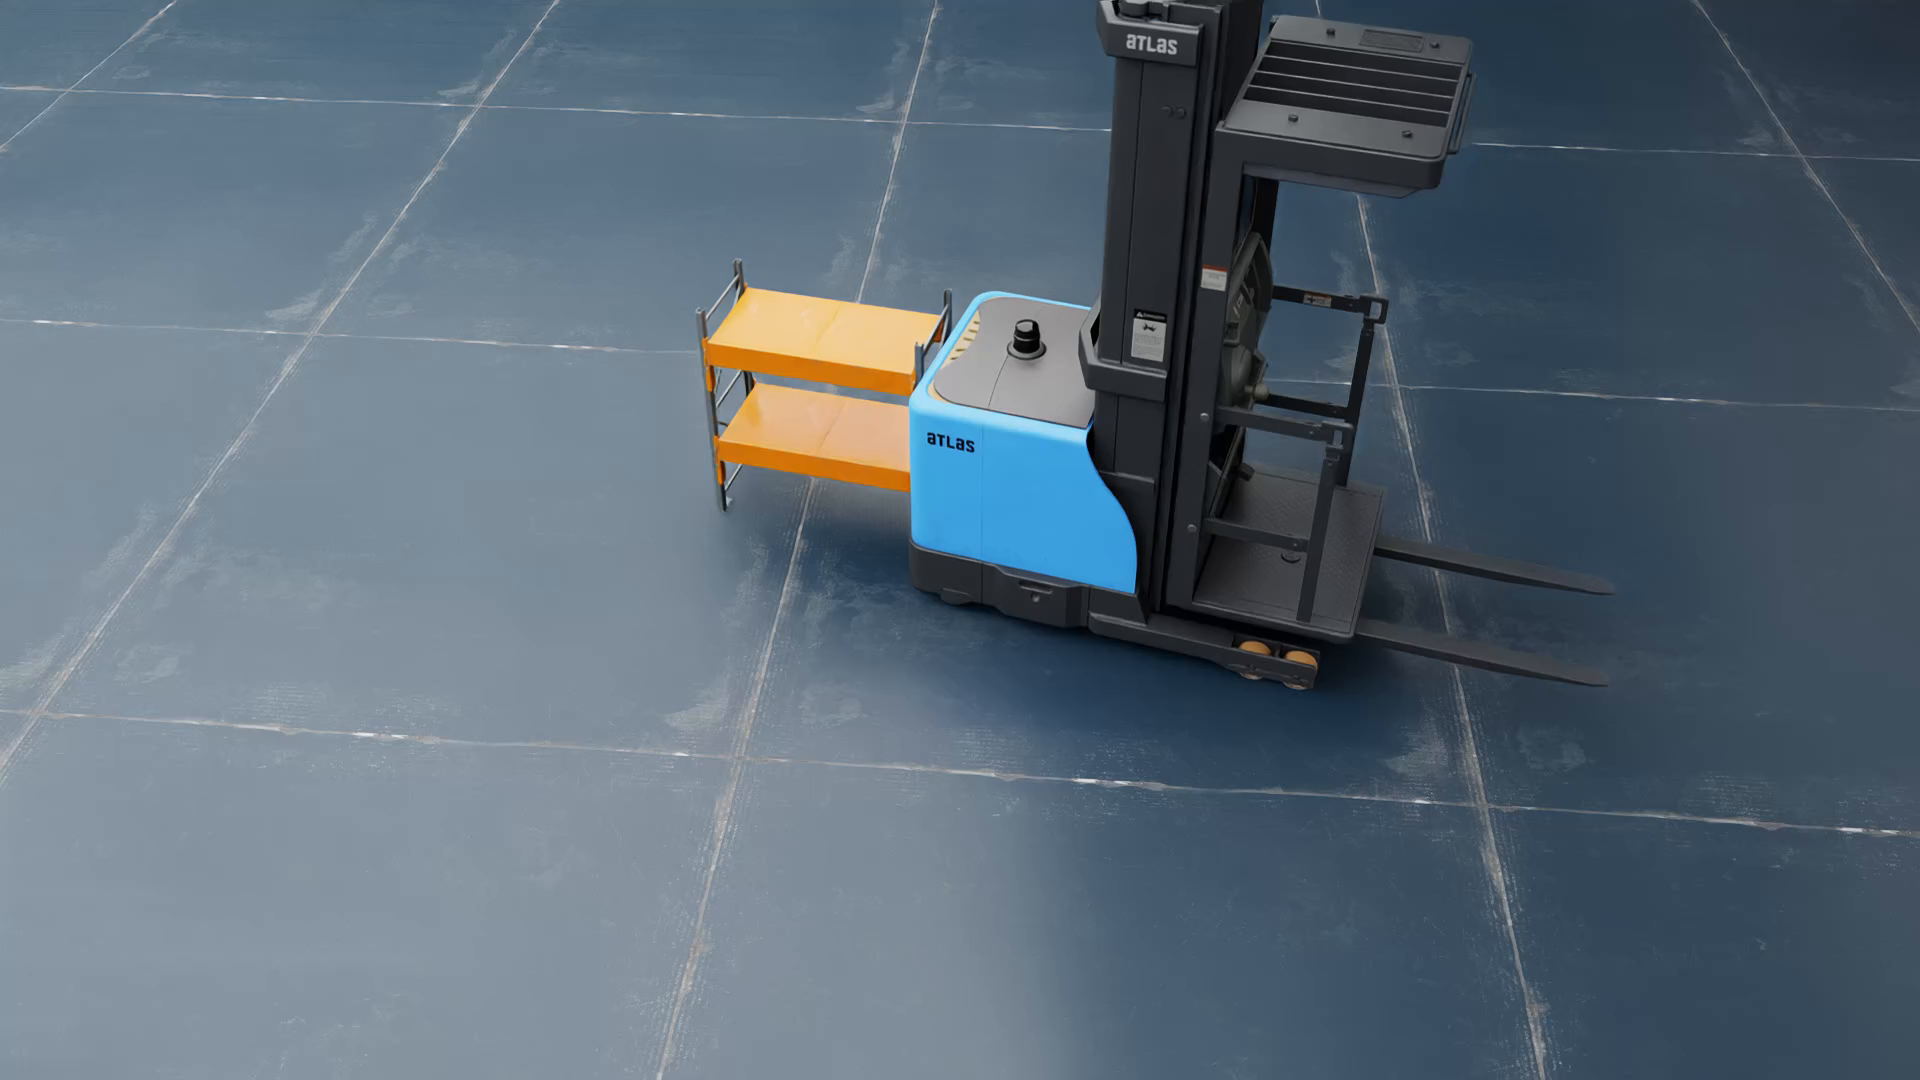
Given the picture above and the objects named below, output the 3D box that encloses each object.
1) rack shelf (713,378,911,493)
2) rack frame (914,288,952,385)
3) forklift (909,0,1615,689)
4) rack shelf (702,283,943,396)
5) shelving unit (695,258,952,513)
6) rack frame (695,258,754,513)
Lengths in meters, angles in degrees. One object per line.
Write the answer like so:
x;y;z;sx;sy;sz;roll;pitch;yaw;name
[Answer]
-0.607;-0.449;7.968;1.000;0.278;0.538;10;40;12;rack shelf
-0.116;-0.553;7.709;0.032;1.125;0.500;10;40;12;rack frame
1.344;-0.875;6.674;3.031;2.935;1.130;12;41;15;forklift
-0.607;-0.865;7.629;1.000;0.278;0.538;10;40;12;rack shelf
-0.607;-0.638;7.813;1.048;1.125;0.538;10;40;12;shelving unit
-1.097;-0.723;7.918;0.032;1.125;0.500;10;40;12;rack frame
